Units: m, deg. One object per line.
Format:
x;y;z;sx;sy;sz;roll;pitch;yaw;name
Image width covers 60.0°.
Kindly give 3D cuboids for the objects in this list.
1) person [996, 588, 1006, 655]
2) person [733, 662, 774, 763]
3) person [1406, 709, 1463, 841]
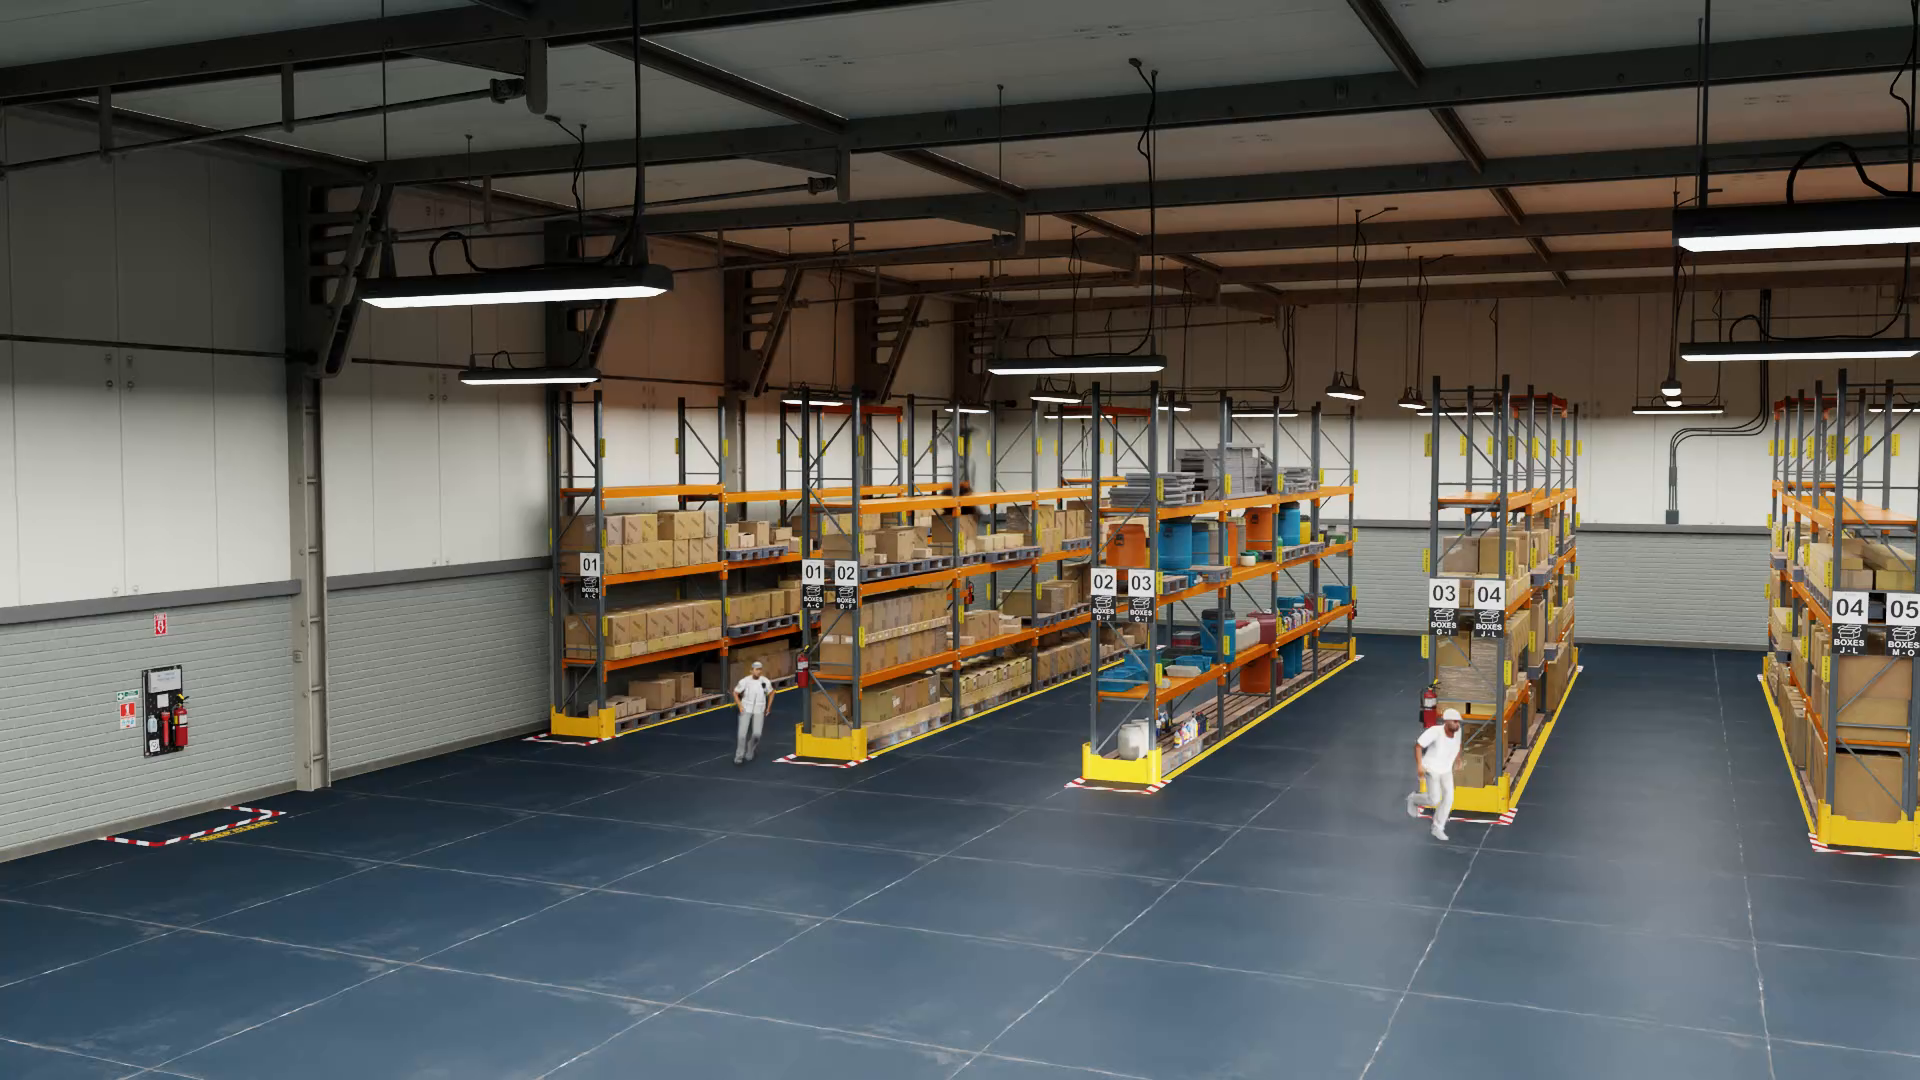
1.057;1.995;39.693;0.595;1.724;0.709;1;3;25;person
-3.274;2.745;26.428;0.666;1.602;0.536;-1;3;-10;person
6.151;2.990;21.513;0.700;1.700;0.909;-2;4;-31;person
